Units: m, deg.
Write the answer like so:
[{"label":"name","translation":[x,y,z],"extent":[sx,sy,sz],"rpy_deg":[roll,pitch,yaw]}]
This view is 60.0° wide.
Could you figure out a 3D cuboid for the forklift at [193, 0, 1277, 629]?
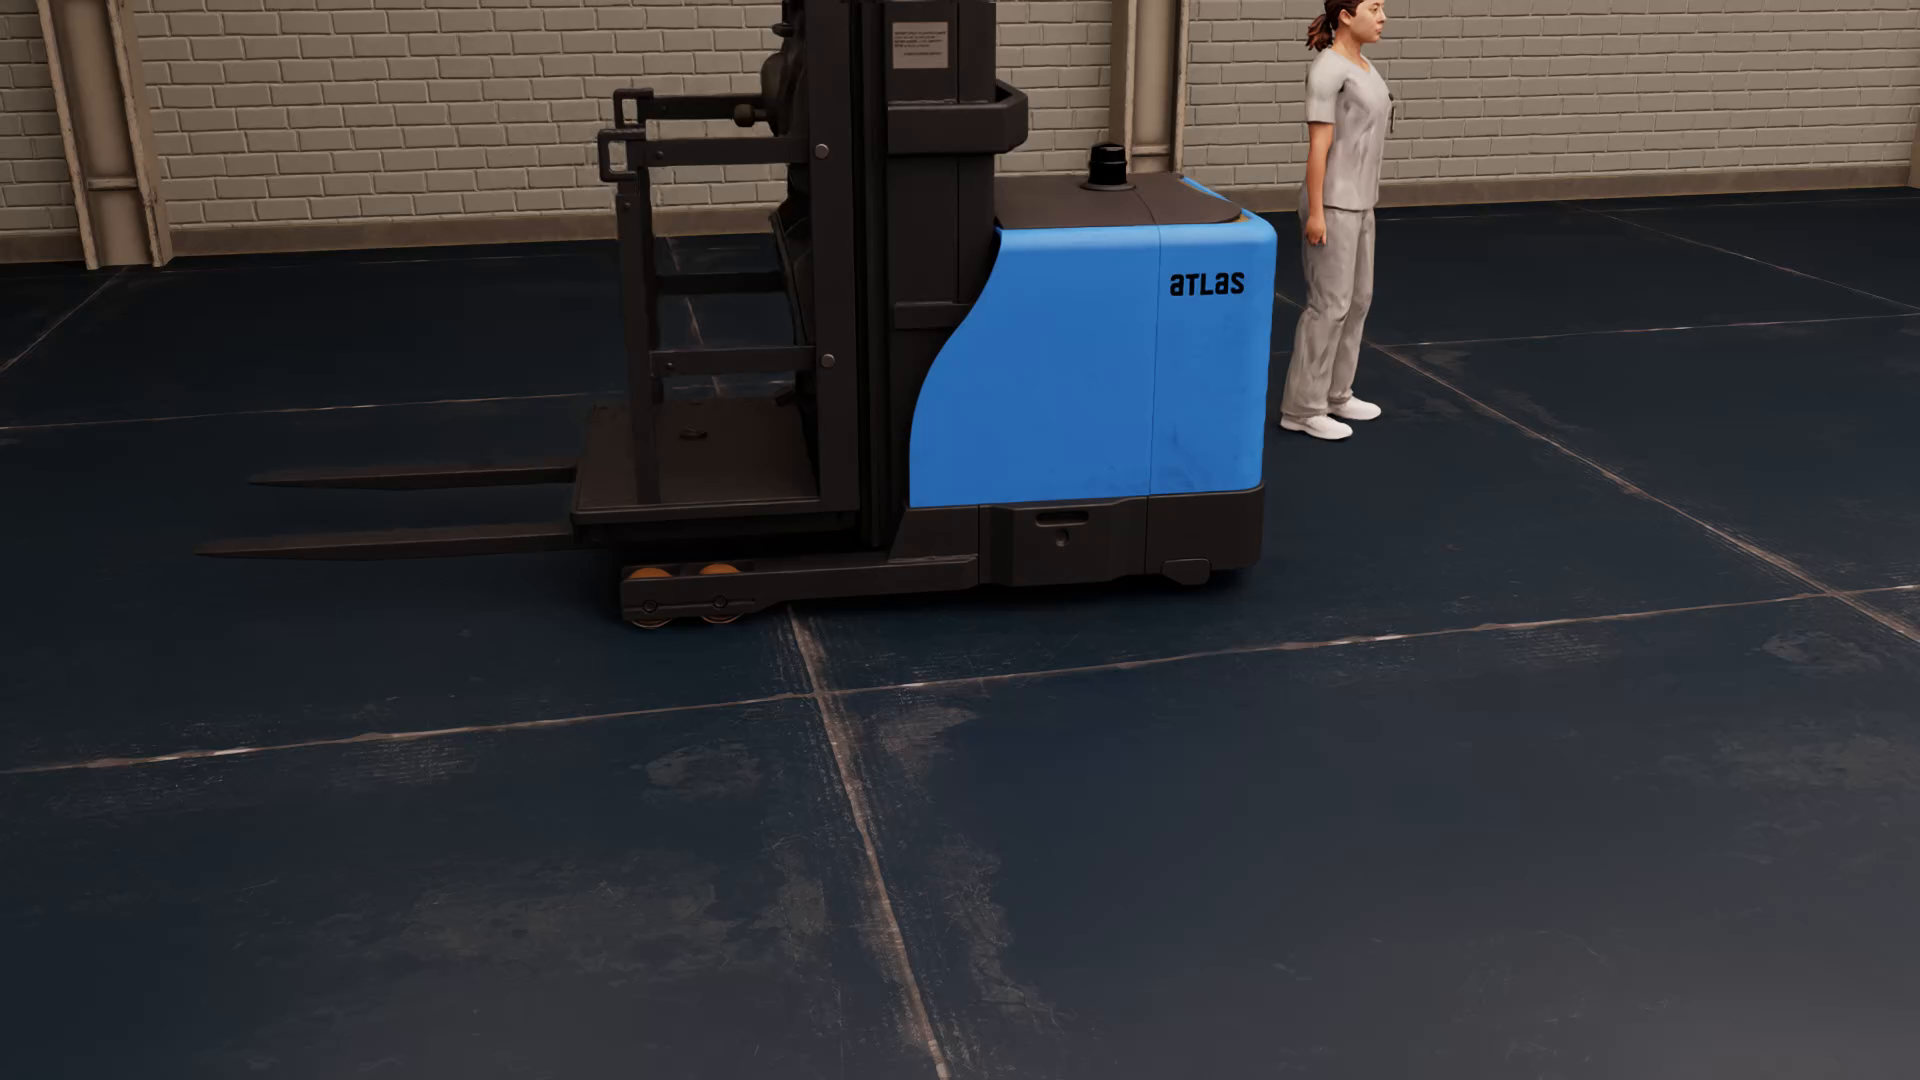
[{"label":"forklift","translation":[-0.667,-1.324,4.657],"extent":[3.031,2.935,1.130],"rpy_deg":[-3,21,-8]}]

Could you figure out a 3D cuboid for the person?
[{"label":"person","translation":[1.418,-1.235,6.190],"extent":[0.366,1.670,0.494],"rpy_deg":[11,24,27]}]
